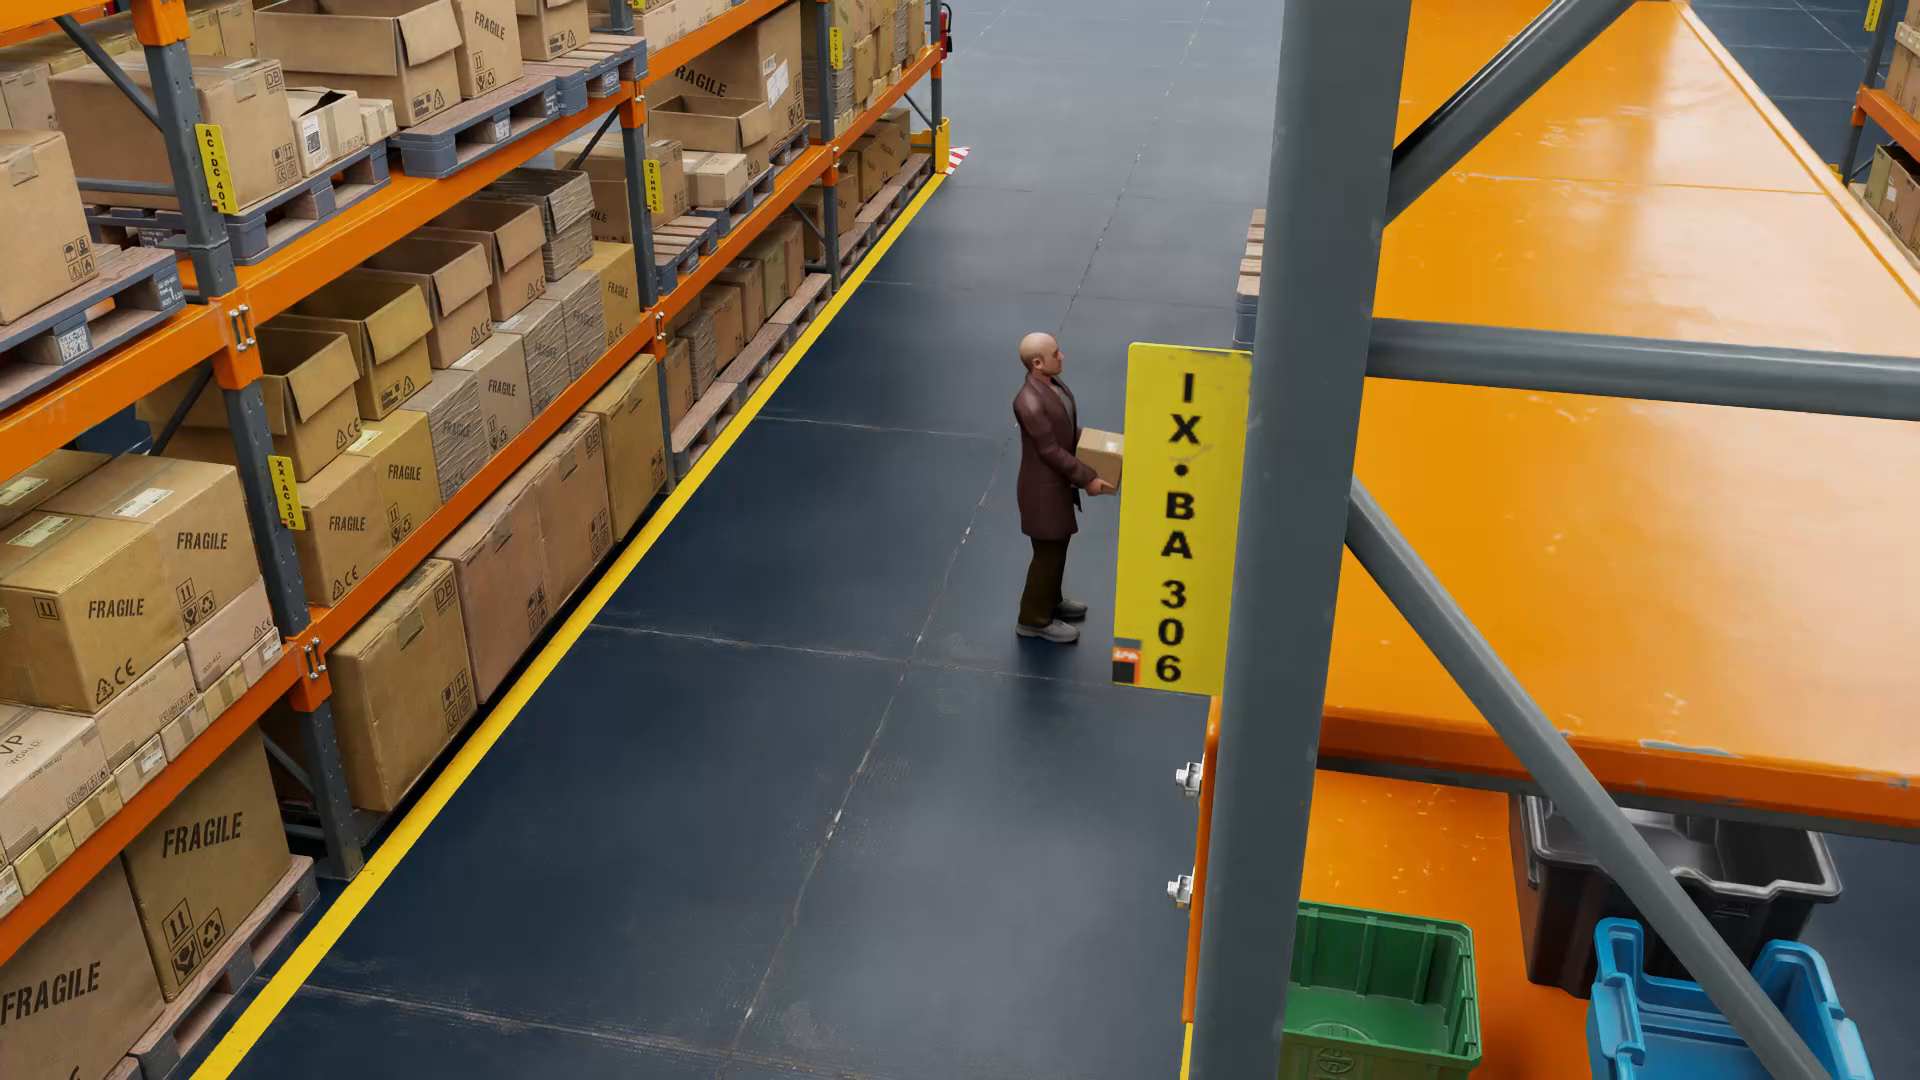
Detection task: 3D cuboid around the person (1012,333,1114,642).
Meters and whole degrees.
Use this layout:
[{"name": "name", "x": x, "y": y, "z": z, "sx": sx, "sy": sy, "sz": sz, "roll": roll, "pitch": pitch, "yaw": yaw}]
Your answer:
[{"name": "person", "x": 0.586, "y": -0.290, "z": 9.180, "sx": 0.562, "sy": 1.769, "sz": 0.530, "roll": 6, "pitch": 29, "yaw": 11}]
